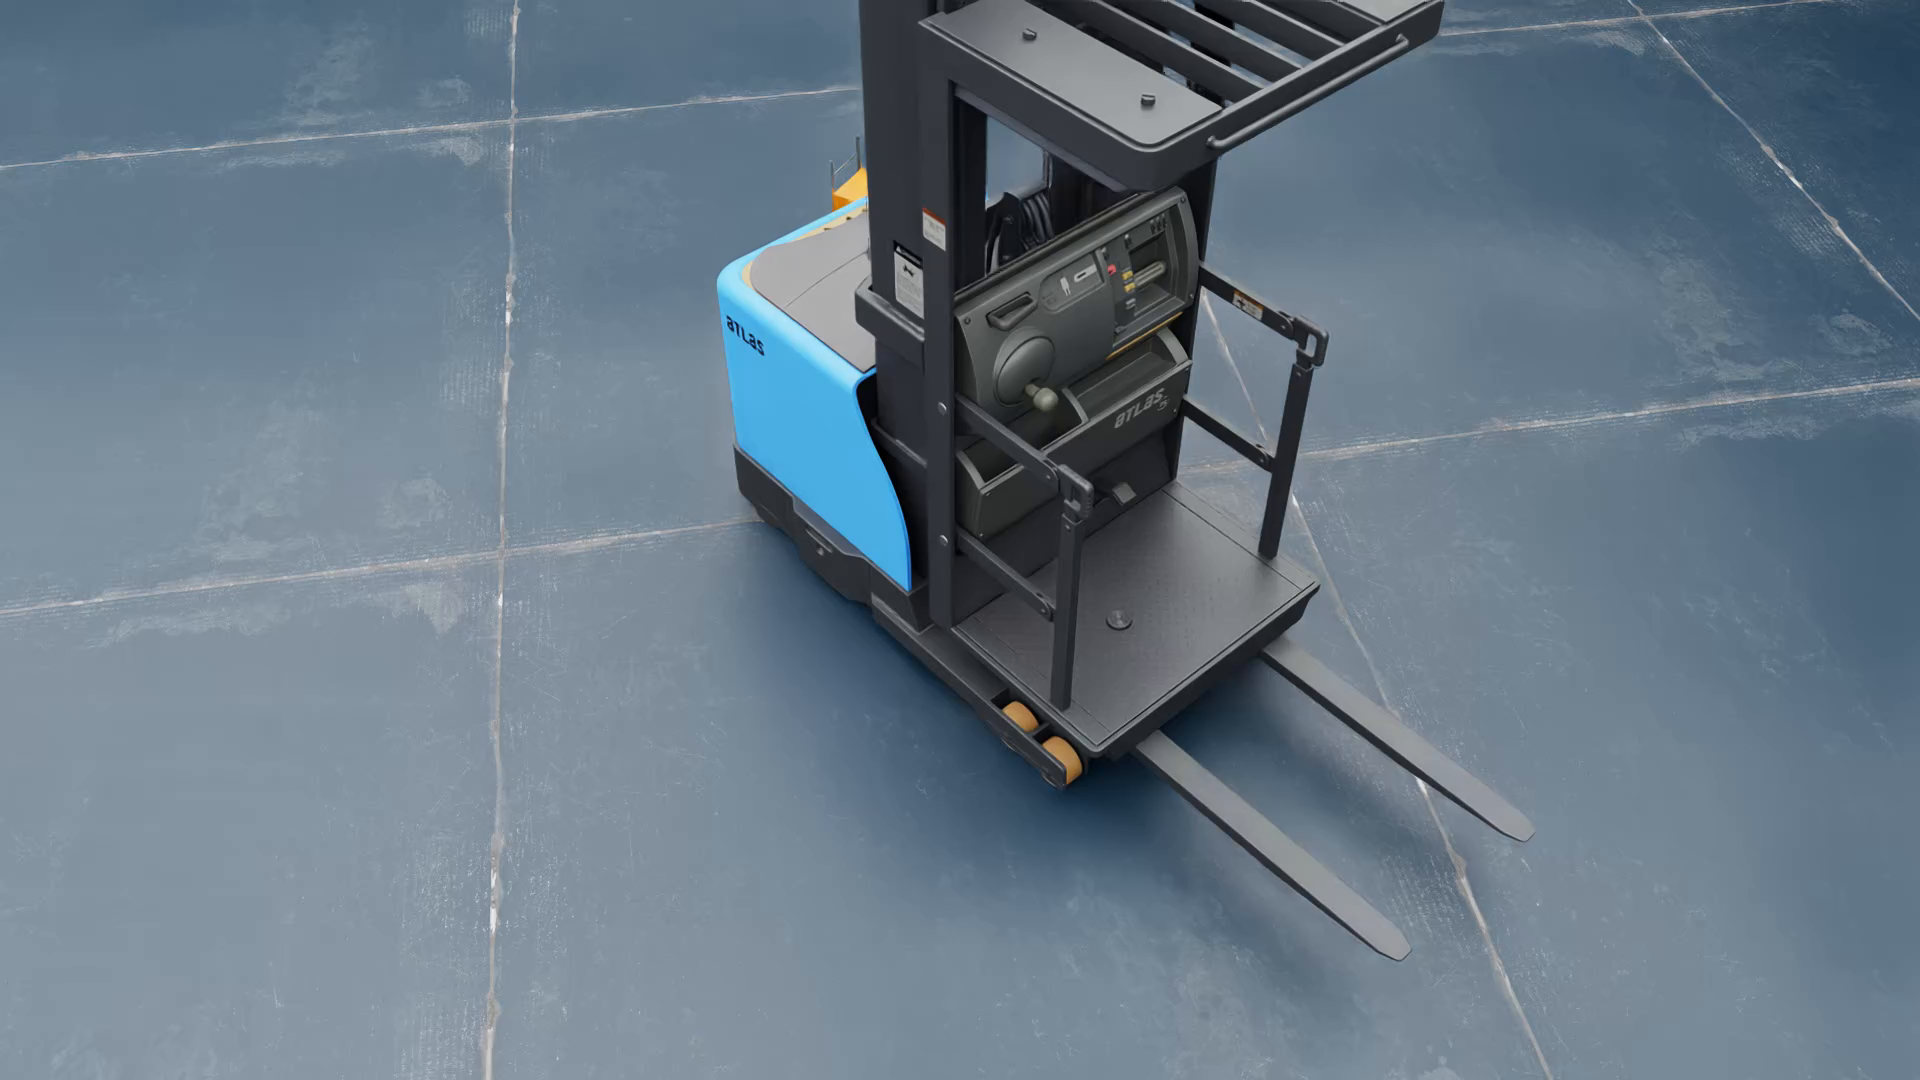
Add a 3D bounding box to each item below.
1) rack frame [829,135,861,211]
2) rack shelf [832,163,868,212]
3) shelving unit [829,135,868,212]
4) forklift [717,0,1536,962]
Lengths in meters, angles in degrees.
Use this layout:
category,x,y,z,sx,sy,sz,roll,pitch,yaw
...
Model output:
category,x,y,z,sx,sy,sz,roll,pitch,yaw
rack frame,-0.431,-1.097,6.578,0.008,1.050,0.200,22,50,20
rack shelf,-0.325,-1.243,6.339,0.240,0.259,0.215,22,50,20
shelving unit,-0.325,-1.054,6.536,0.252,1.050,0.215,22,50,20
forklift,0.507,-0.626,4.818,1.130,2.935,3.031,-33,54,-27
